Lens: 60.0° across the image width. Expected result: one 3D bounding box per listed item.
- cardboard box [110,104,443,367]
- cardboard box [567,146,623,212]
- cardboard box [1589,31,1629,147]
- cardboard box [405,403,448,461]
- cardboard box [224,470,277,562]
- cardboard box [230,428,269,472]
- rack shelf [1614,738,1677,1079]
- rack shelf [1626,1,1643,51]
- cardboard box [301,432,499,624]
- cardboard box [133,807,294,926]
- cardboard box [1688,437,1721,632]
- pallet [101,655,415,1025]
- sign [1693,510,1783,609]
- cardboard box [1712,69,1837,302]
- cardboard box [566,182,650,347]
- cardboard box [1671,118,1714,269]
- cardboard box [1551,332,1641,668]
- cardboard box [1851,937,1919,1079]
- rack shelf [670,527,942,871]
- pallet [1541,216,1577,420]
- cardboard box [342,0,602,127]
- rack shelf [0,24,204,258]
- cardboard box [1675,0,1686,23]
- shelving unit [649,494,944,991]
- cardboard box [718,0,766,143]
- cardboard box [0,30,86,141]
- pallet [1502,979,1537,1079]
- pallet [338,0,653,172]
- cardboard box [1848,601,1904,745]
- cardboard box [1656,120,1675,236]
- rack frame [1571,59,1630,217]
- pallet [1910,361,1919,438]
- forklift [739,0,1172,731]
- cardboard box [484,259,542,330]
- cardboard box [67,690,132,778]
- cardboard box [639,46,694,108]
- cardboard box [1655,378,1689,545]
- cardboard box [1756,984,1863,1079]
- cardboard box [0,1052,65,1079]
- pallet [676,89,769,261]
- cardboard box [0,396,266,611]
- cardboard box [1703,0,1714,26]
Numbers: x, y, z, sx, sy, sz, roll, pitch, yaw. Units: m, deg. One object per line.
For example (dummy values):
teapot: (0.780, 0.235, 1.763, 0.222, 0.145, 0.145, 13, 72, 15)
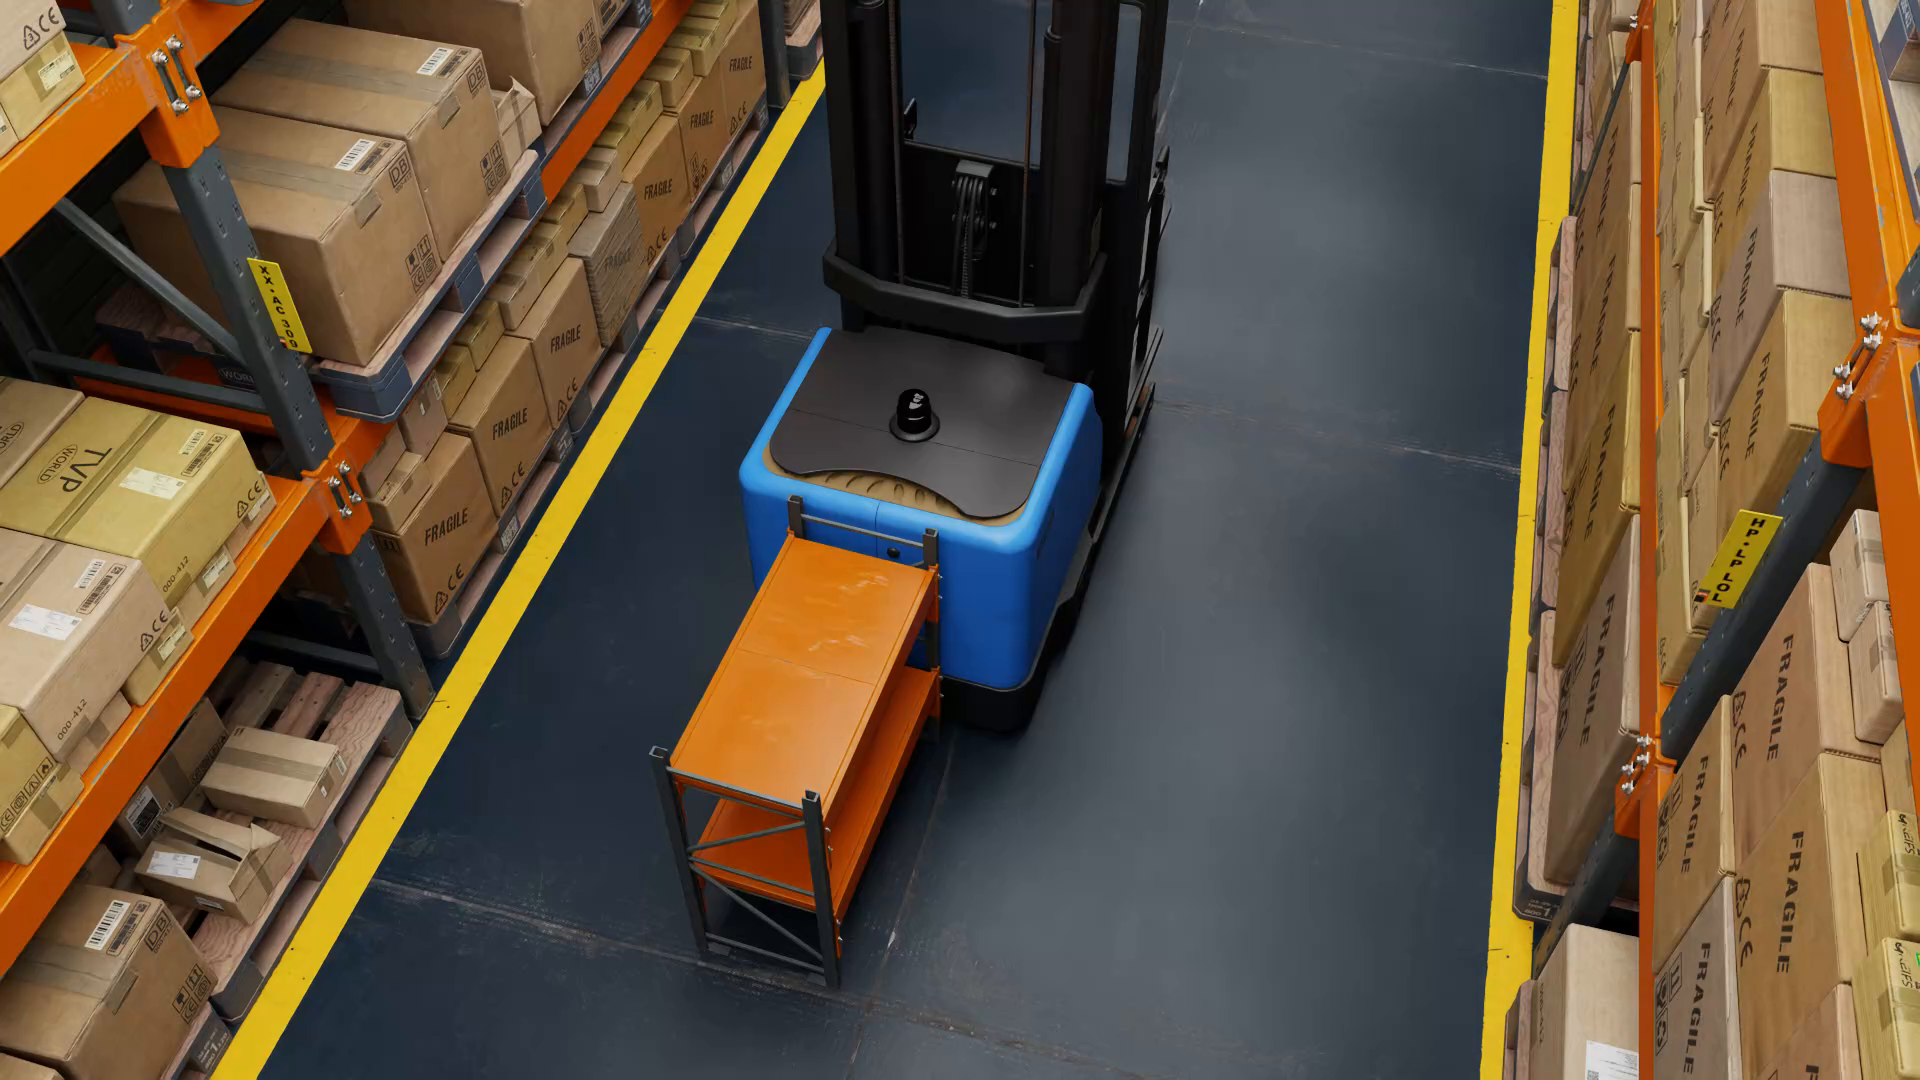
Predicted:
cardboard box: (-2.093, -0.948, 5.158, 0.700, 0.500, 0.500, 13, 50, 11)
cardboard box: (-1.645, -1.530, 6.973, 0.380, 0.149, 0.250, 9, 49, 8)
cardboard box: (3.564, -2.063, 7.962, 0.950, 0.372, 0.625, 9, 49, 7)
cardboard box: (-2.087, -0.420, 5.993, 0.380, 0.149, 0.250, 10, 49, 9)
cardboard box: (-2.277, -0.107, 4.930, 0.380, 0.149, 0.250, 12, 50, 11)
cardboard box: (-2.618, -0.320, 5.905, 0.380, 0.149, 0.250, 10, 49, 9)
rack shelf: (1.827, 2.191, 3.214, 1.077, 0.370, 4.000, 12, 50, 10)
rack shelf: (3.932, -3.596, 8.321, 1.077, 0.370, 4.000, 12, 50, 10)
cardboard box: (-2.092, -0.088, 6.133, 0.500, 0.500, 0.500, 14, 50, 12)
cardboard box: (-2.394, 1.014, 5.316, 0.396, 0.266, 0.258, 13, 50, 11)
cardboard box: (2.235, 0.024, 4.414, 0.500, 0.250, 0.500, 12, 50, 10)
pallet: (-2.618, 0.949, 5.691, 1.003, 0.211, 1.213, 12, 50, 10)
sign: (1.827, 0.049, 3.905, 0.100, 0.325, 0.005, 12, 50, 10)
cardboard box: (2.510, -0.969, 4.790, 0.500, 0.500, 0.500, 13, 50, 11)
cardboard box: (-1.683, -1.209, 7.122, 0.500, 0.500, 0.500, 10, 49, 9)
cardboard box: (2.608, -1.089, 5.396, 0.500, 0.250, 0.500, 12, 50, 11)
cardboard box: (2.669, -0.049, 5.848, 0.875, 0.875, 0.875, 13, 50, 11)
cardboard box: (1.719, 0.841, 2.760, 0.380, 0.149, 0.250, 10, 49, 9)
rack shelf: (-0.467, 0.462, 5.120, 0.538, 0.278, 1.000, 14, 50, 12)
pallet: (3.126, -0.909, 7.330, 1.003, 0.211, 1.213, 12, 50, 10)
cardboard box: (-1.750, -1.891, 5.990, 0.700, 0.500, 0.500, 11, 50, 10)
rack shelf: (-2.963, 0.221, 2.952, 1.077, 0.370, 4.000, 12, 50, 10)
cardboard box: (3.034, -2.185, 6.363, 0.500, 0.250, 0.500, 11, 50, 10)
shelving unit: (-0.467, 0.656, 5.340, 0.538, 1.125, 1.048, 14, 50, 12)
cardboard box: (-1.288, -2.327, 8.109, 0.500, 0.500, 0.500, 13, 50, 11)
cardboard box: (-2.246, -1.062, 3.772, 0.380, 0.149, 0.250, 11, 50, 10)
pallet: (2.078, 1.964, 4.795, 1.003, 0.211, 1.213, 12, 50, 10)
pallet: (-1.891, -1.893, 6.467, 1.003, 0.211, 1.213, 12, 50, 10)
cardboard box: (1.968, 0.293, 3.243, 0.380, 0.149, 0.250, 12, 50, 11)
cardboard box: (2.773, -1.280, 5.898, 0.500, 0.250, 0.500, 13, 50, 11)
rack frame: (3.406, -2.387, 6.775, 1.000, 3.000, 0.127, 12, 50, 10)
pallet: (2.128, 0.133, 2.610, 1.003, 0.211, 1.213, 12, 50, 10)
forklift: (0.195, -1.417, 5.964, 1.130, 2.935, 3.031, 14, 50, 12)
cardboard box: (-1.870, -0.982, 6.489, 0.380, 0.149, 0.250, 11, 50, 10)
cardboard box: (-2.465, 0.463, 4.427, 0.380, 0.149, 0.250, 13, 50, 11)
cardboard box: (-1.423, -2.098, 7.474, 0.380, 0.149, 0.250, 10, 49, 9)
cardboard box: (2.363, -0.187, 4.933, 0.500, 0.250, 0.500, 11, 49, 10)
cardboard box: (1.709, 1.171, 2.901, 0.500, 0.500, 0.500, 12, 50, 11)
cardboard box: (-2.739, 1.714, 4.543, 0.500, 0.500, 0.500, 12, 50, 11)
pallet: (-1.617, -1.909, 8.213, 1.003, 0.211, 1.213, 12, 50, 10)
cardboard box: (-2.335, -0.103, 4.661, 0.500, 0.250, 0.500, 13, 50, 11)
cardboard box: (2.919, -2.082, 5.772, 0.500, 0.500, 0.500, 12, 50, 10)
